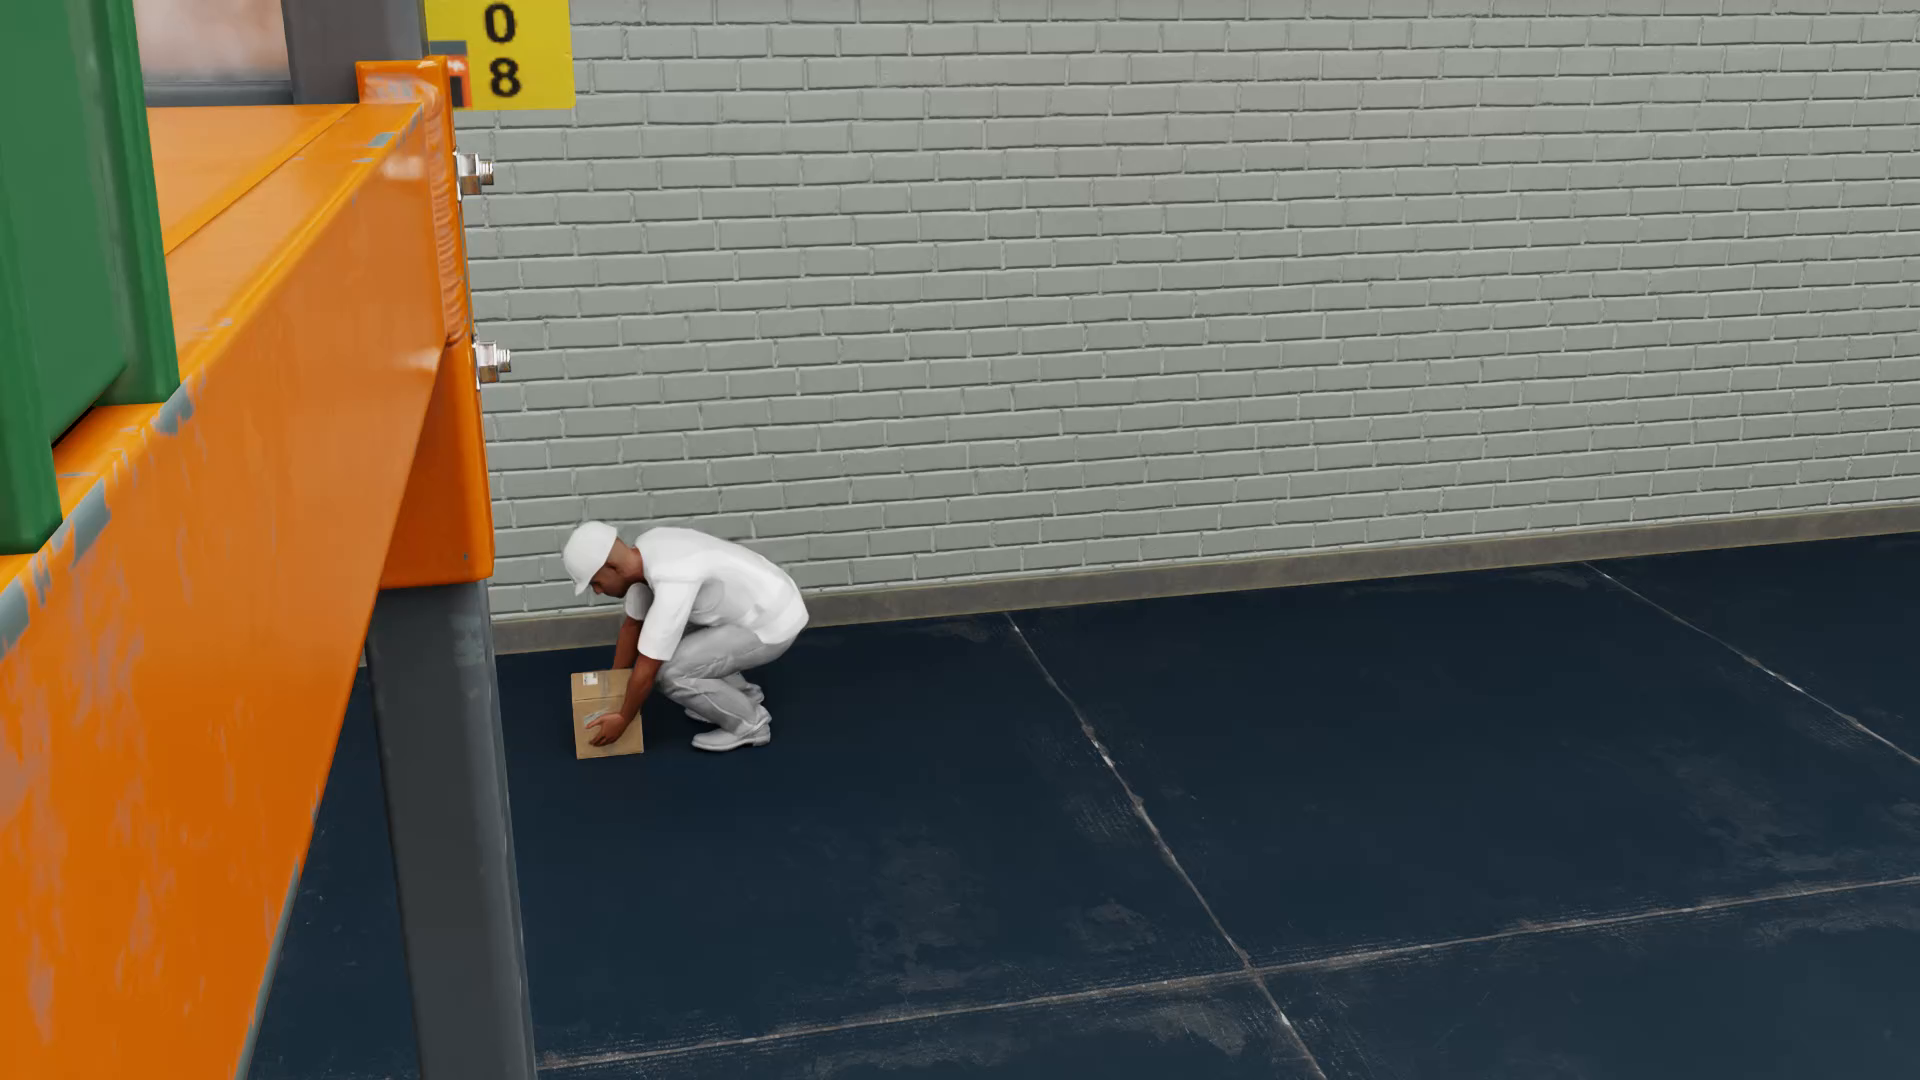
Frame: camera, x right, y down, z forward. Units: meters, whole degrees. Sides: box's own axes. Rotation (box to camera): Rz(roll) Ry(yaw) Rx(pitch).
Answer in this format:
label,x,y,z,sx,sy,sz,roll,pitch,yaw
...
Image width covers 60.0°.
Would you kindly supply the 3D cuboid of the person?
label,x,y,z,sx,sy,sz,roll,pitch,yaw
person,-1.026,0.340,6.342,0.896,0.926,0.569,-5,20,-13
